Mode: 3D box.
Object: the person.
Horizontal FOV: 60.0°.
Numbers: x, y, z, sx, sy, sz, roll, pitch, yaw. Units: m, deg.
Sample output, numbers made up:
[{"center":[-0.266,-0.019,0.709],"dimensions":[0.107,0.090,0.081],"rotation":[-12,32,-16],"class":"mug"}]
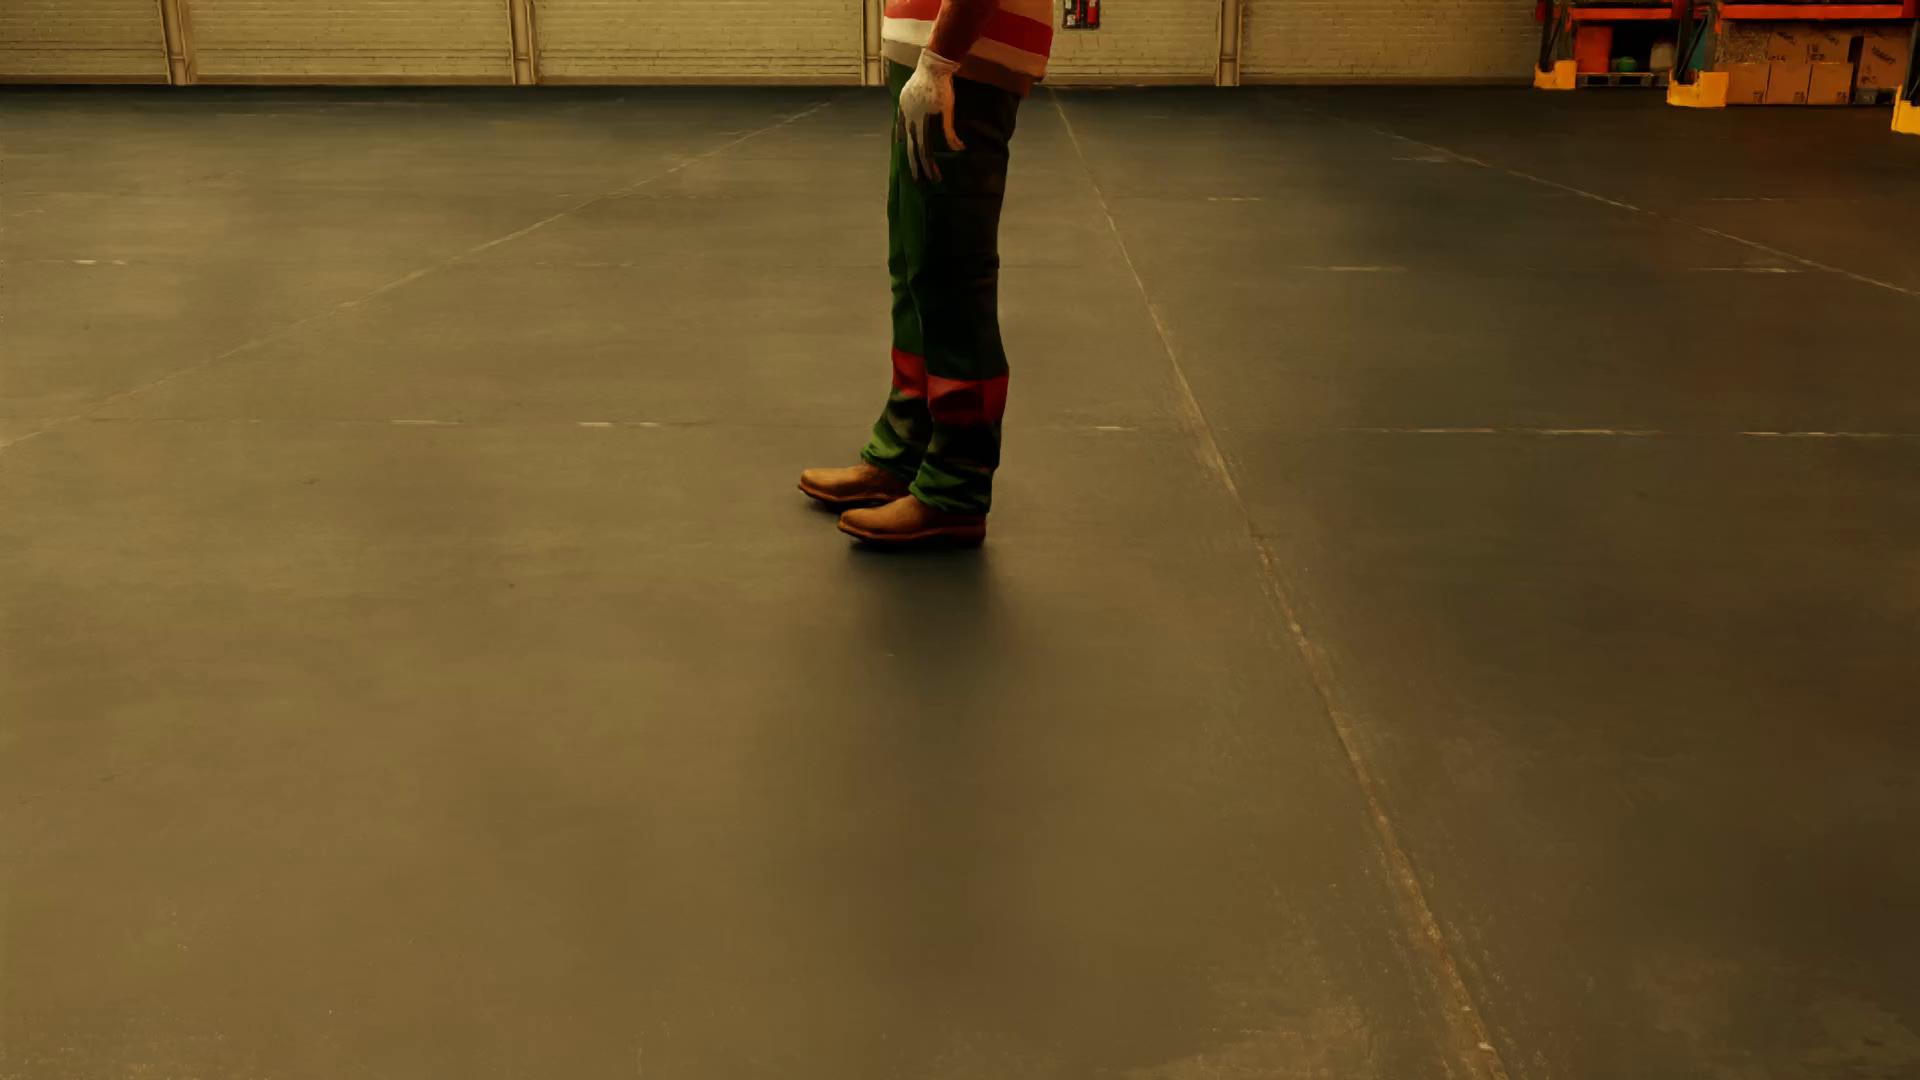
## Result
[{"center":[-0.080,-0.865,3.117],"dimensions":[0.563,1.787,0.637],"rotation":[1,17,2],"class":"person"}]
